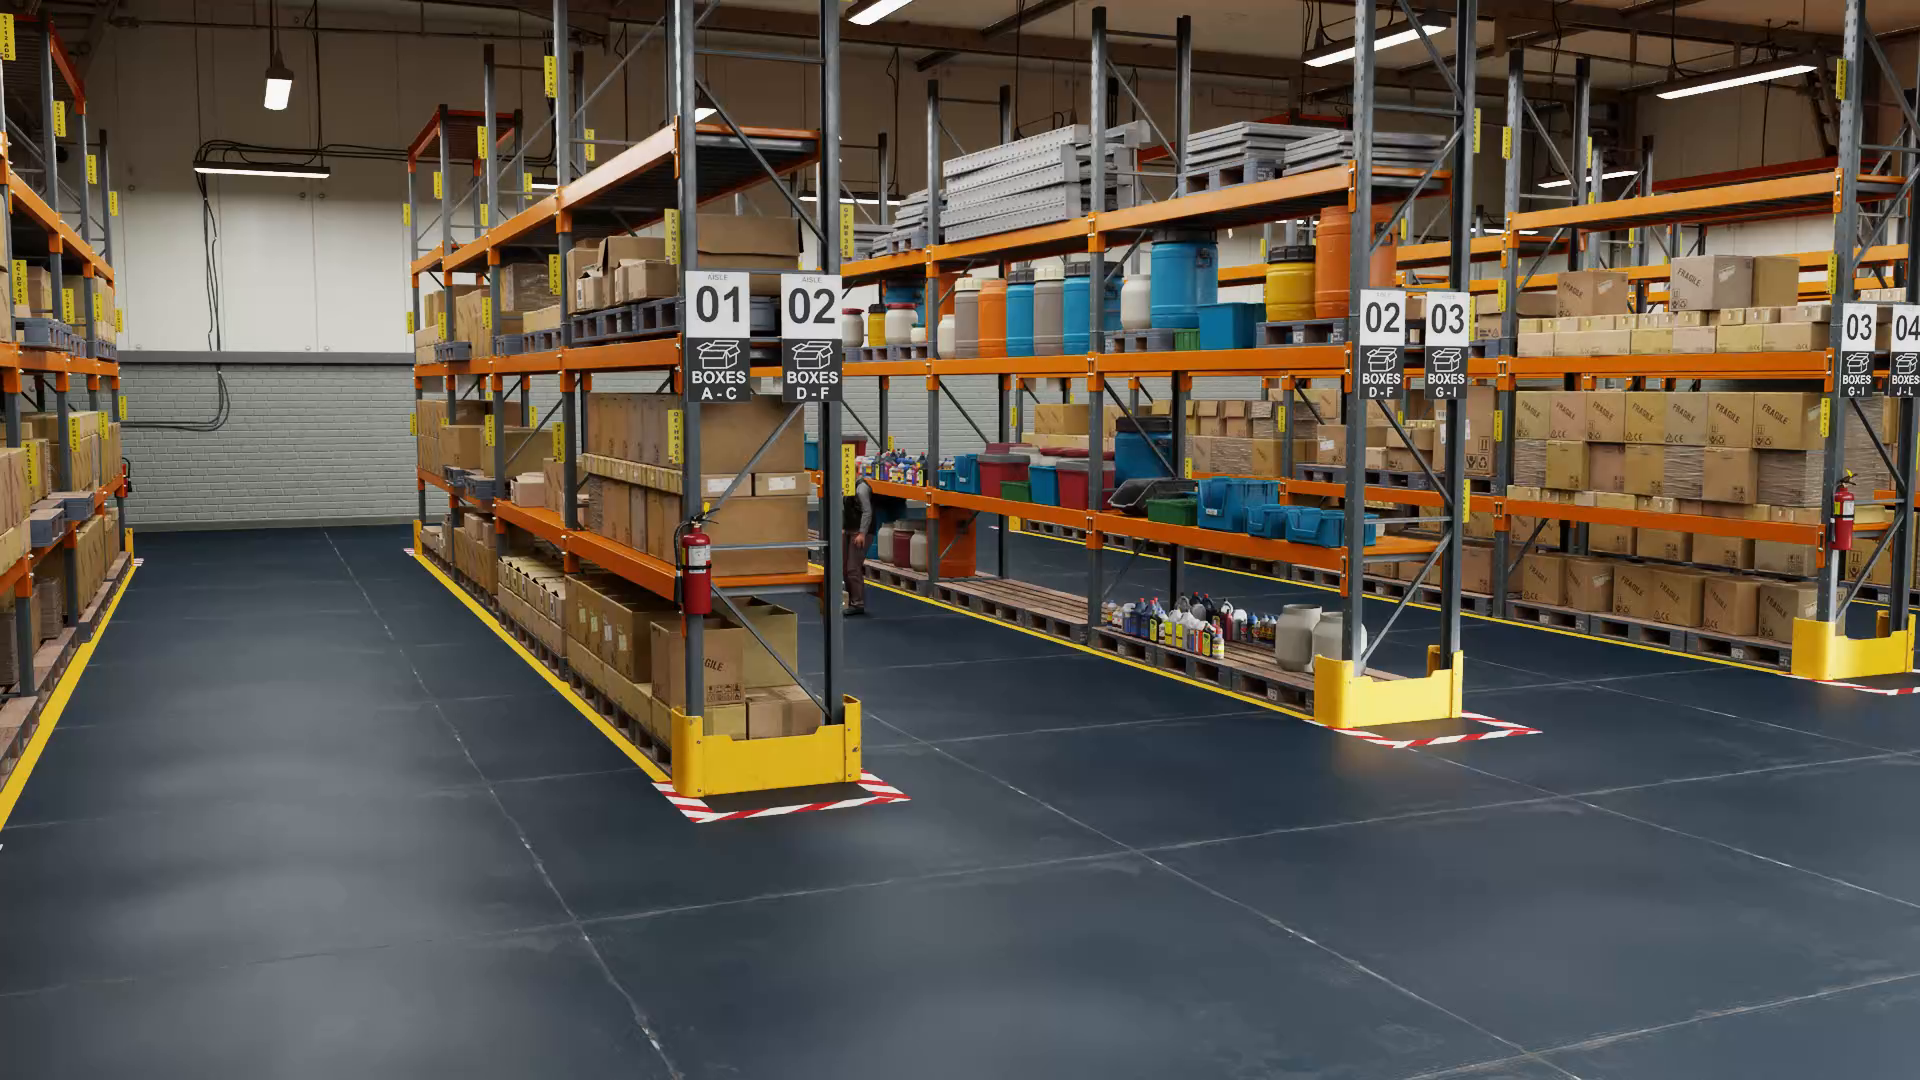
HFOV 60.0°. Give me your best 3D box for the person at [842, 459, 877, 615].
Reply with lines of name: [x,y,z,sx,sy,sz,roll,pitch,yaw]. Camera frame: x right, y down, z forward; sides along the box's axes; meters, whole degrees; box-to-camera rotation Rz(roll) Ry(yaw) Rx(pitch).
person: [-1.159,-0.049,18.347,0.462,1.721,0.587,-2,6,-25]
